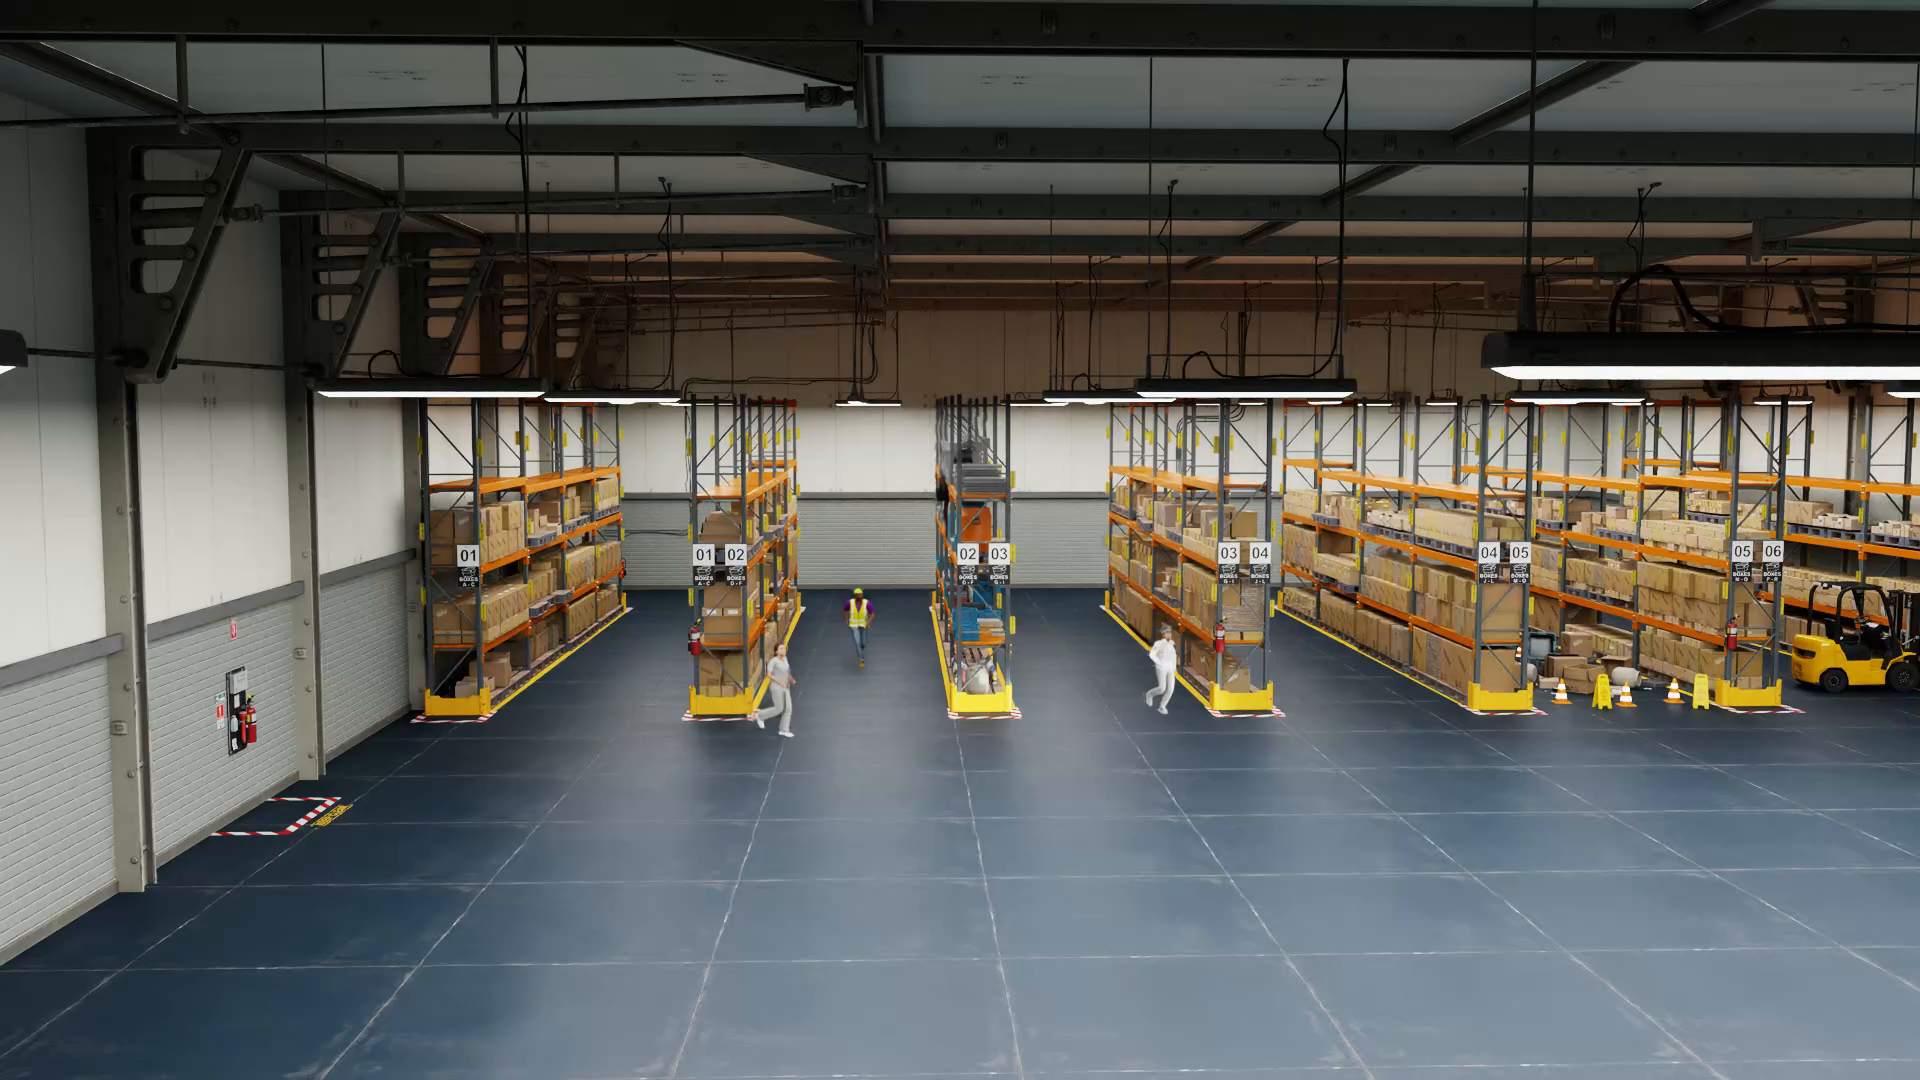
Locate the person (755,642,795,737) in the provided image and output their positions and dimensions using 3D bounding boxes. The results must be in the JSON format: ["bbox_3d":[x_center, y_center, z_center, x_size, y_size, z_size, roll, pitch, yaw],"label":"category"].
[{"bbox_3d":[-3.205,2.615,29.236,0.736,1.654,0.573,3,5,33],"label":"person"}]

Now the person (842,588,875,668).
[{"bbox_3d":[-2.259,1.938,37.179,0.726,1.749,0.897,-1,5,-7],"label":"person"}]

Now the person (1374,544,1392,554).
[{"bbox_3d":[12.648,0.925,49.977,1.040,1.701,0.710,-2,5,-24],"label":"person"}]

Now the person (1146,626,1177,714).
[{"bbox_3d":[3.846,2.440,31.468,0.642,1.669,0.610,-3,5,-31],"label":"person"}]

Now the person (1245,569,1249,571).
[{"bbox_3d":[7.907,1.203,47.407,0.647,1.568,0.524,2,5,26],"label":"person"}]
